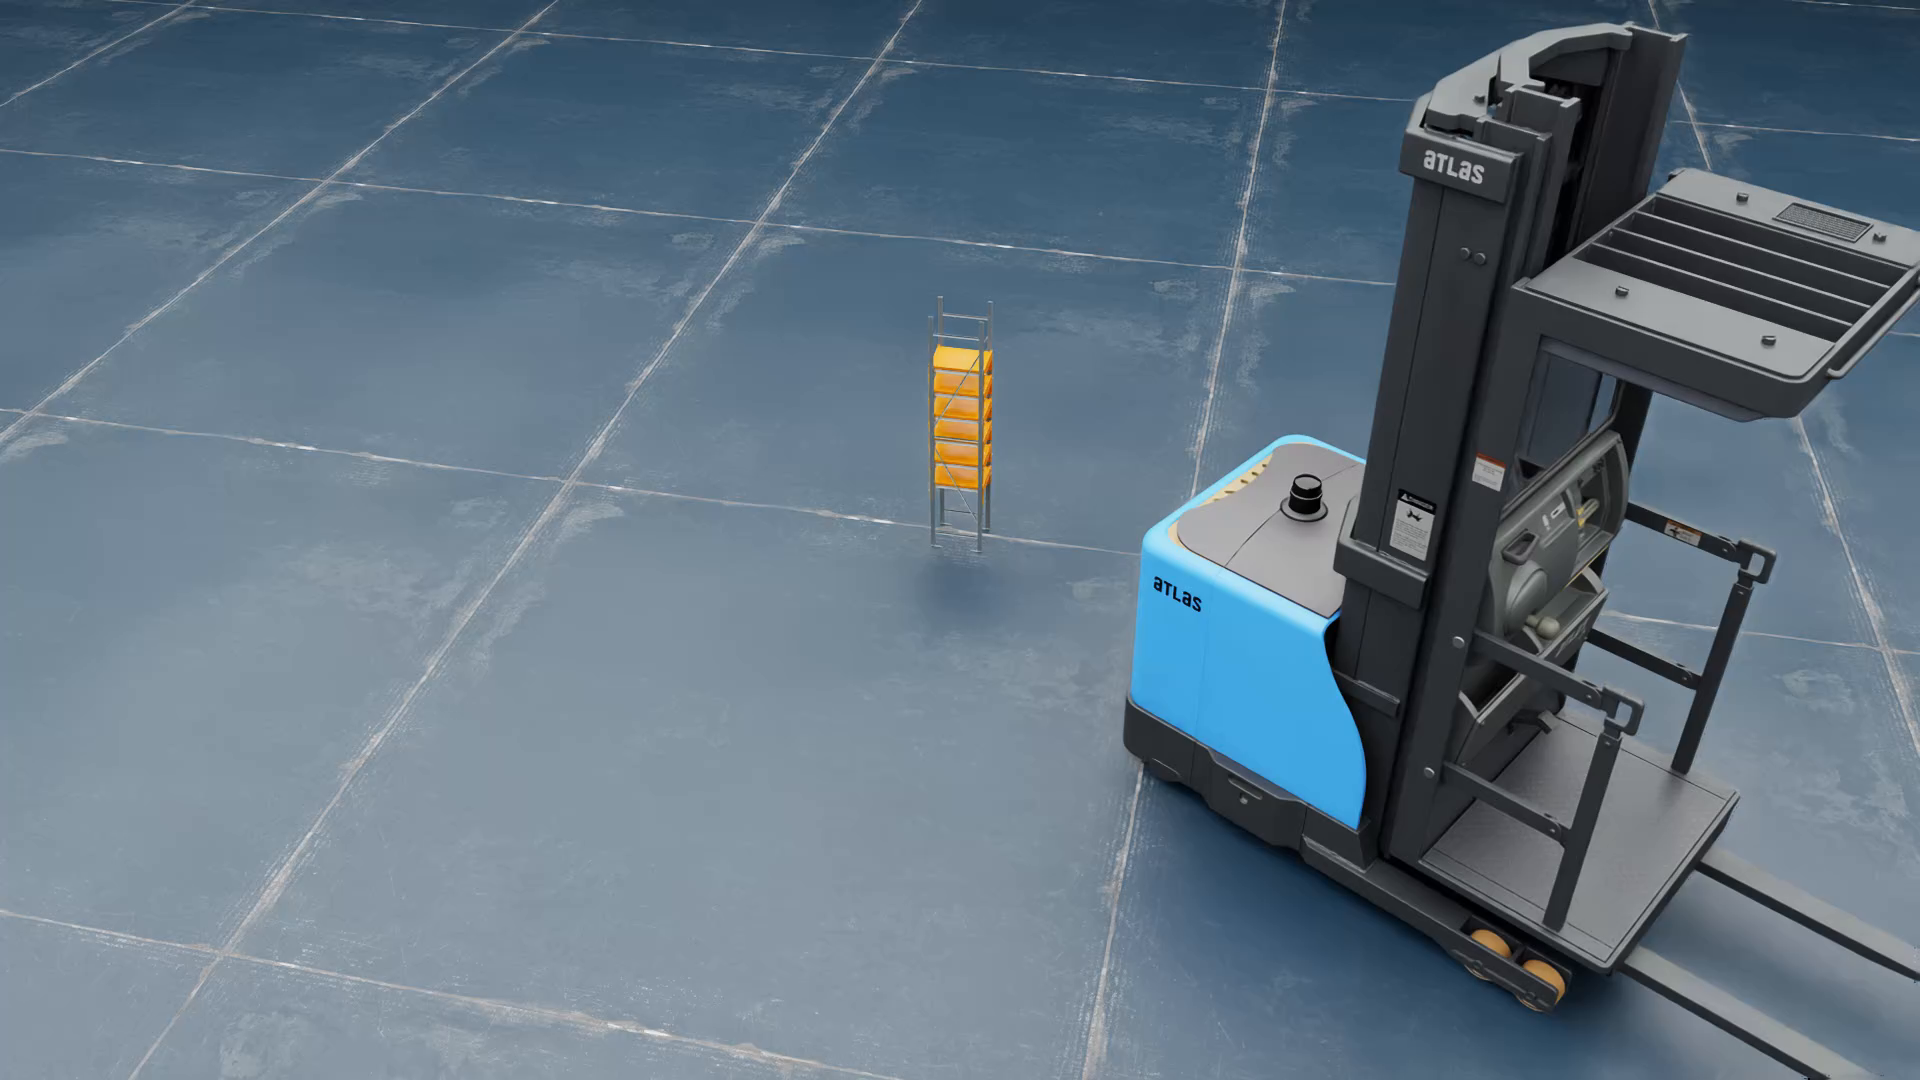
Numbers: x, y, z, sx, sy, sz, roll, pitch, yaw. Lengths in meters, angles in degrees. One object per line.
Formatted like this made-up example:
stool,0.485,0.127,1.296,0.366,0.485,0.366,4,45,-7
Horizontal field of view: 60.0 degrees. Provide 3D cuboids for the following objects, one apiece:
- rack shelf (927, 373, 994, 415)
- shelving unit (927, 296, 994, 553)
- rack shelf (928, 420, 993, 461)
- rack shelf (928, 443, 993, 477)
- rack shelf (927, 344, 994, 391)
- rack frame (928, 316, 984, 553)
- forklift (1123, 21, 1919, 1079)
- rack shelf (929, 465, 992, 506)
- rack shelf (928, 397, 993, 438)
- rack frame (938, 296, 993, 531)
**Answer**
rack shelf,0.003,-0.652,7.295,0.258,0.103,0.180,7,37,10
shelving unit,0.003,-0.494,7.409,0.258,1.200,0.189,7,37,10
rack shelf,0.003,-0.458,7.435,0.258,0.103,0.180,7,37,10
rack shelf,0.003,-0.361,7.506,0.258,0.103,0.180,7,37,10
rack shelf,0.003,-0.750,7.224,0.258,0.103,0.180,7,37,10
rack frame,-0.016,-0.442,7.337,0.240,1.200,0.006,7,37,10
forklift,2.066,0.040,5.197,3.031,2.935,1.130,28,45,33
rack shelf,0.003,-0.264,7.576,0.258,0.103,0.180,7,37,10
rack shelf,0.003,-0.555,7.365,0.258,0.103,0.180,7,37,10
rack frame,0.023,-0.547,7.482,0.240,1.200,0.006,7,37,10
